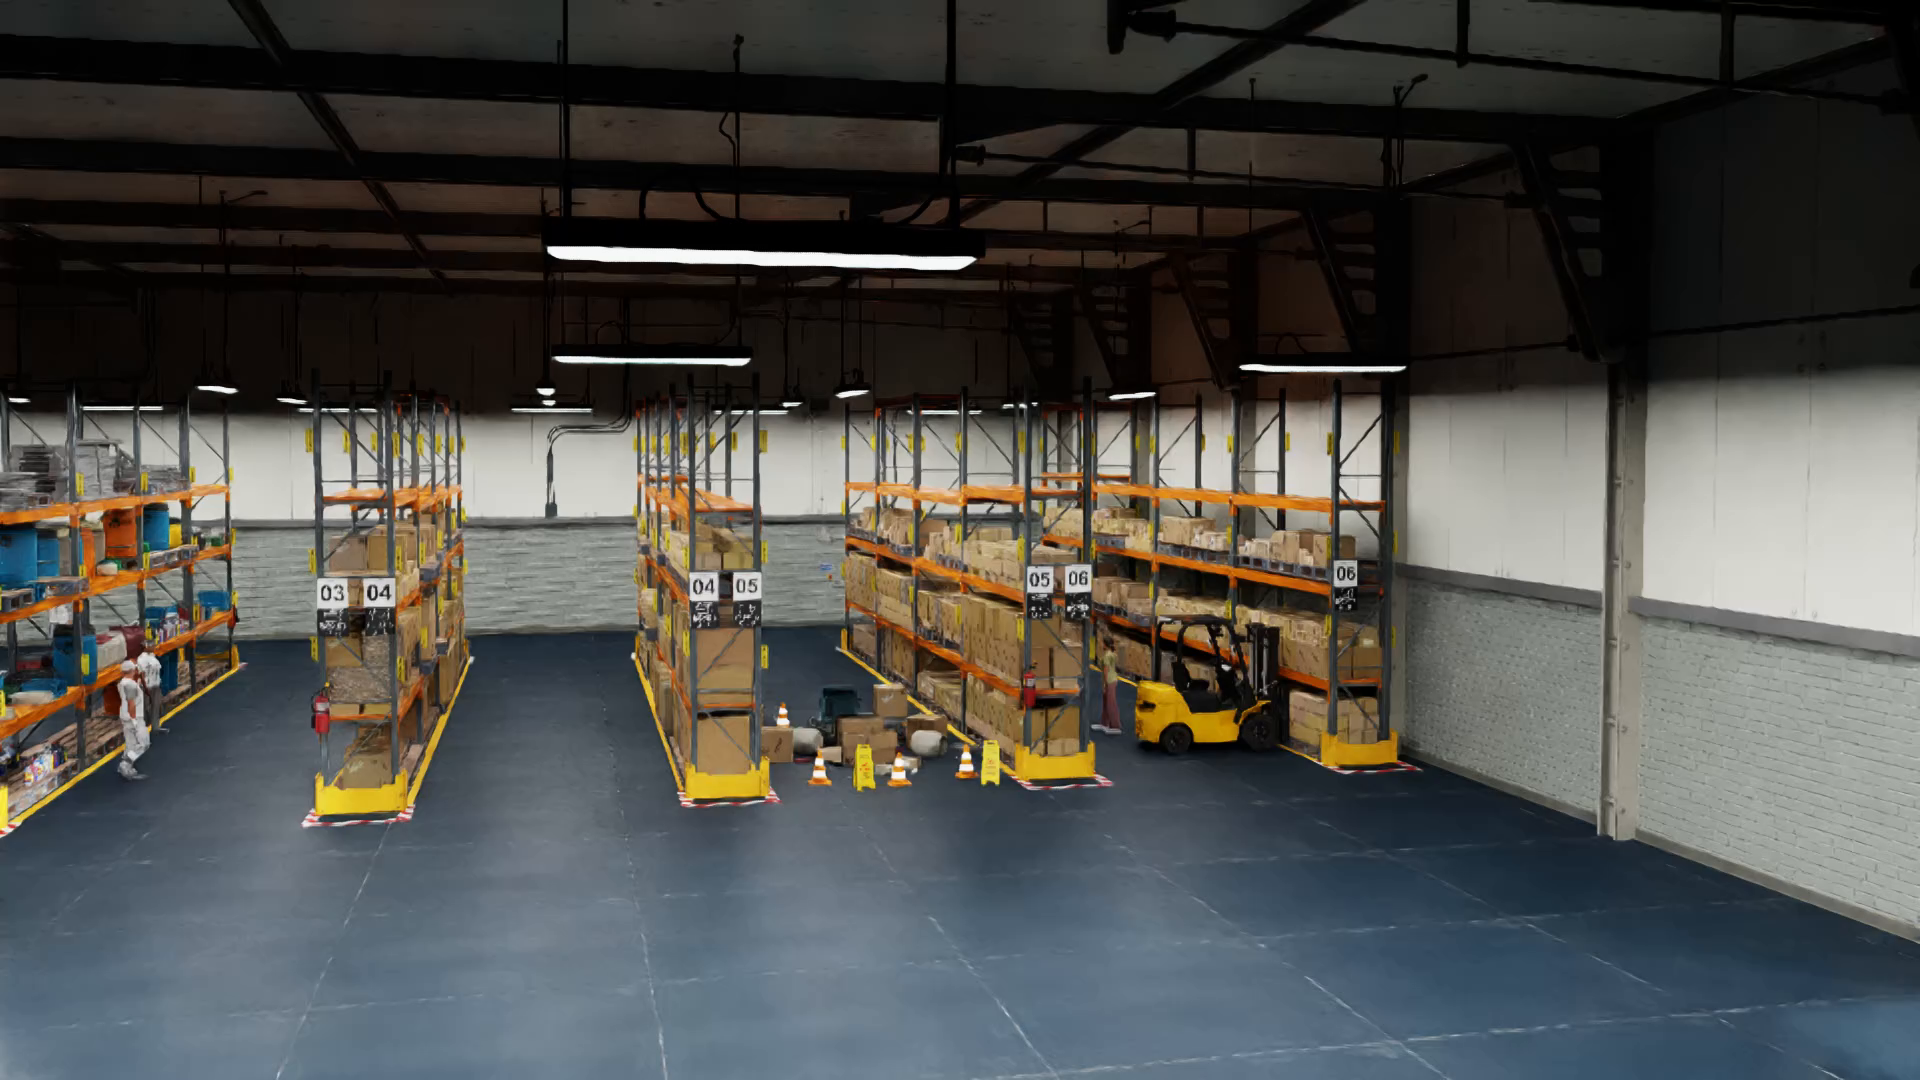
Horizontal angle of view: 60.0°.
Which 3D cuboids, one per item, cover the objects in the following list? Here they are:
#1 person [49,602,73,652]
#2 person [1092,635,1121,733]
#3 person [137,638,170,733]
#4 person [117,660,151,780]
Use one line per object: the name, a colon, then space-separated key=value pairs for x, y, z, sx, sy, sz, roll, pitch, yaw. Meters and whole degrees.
person: x=-21.008 y=1.900 z=38.839 sx=0.553 sy=1.725 sz=1.030 roll=-1 pitch=3 yaw=-15
person: x=2.542 y=2.485 z=28.849 sx=0.569 sy=1.668 sz=0.560 roll=1 pitch=3 yaw=18
person: x=-13.902 y=2.508 z=28.480 sx=0.391 sy=1.676 sz=0.632 roll=1 pitch=3 yaw=11
person: x=-12.332 y=2.678 z=24.739 sx=0.425 sy=1.786 sz=0.598 roll=-3 pitch=4 yaw=-40
